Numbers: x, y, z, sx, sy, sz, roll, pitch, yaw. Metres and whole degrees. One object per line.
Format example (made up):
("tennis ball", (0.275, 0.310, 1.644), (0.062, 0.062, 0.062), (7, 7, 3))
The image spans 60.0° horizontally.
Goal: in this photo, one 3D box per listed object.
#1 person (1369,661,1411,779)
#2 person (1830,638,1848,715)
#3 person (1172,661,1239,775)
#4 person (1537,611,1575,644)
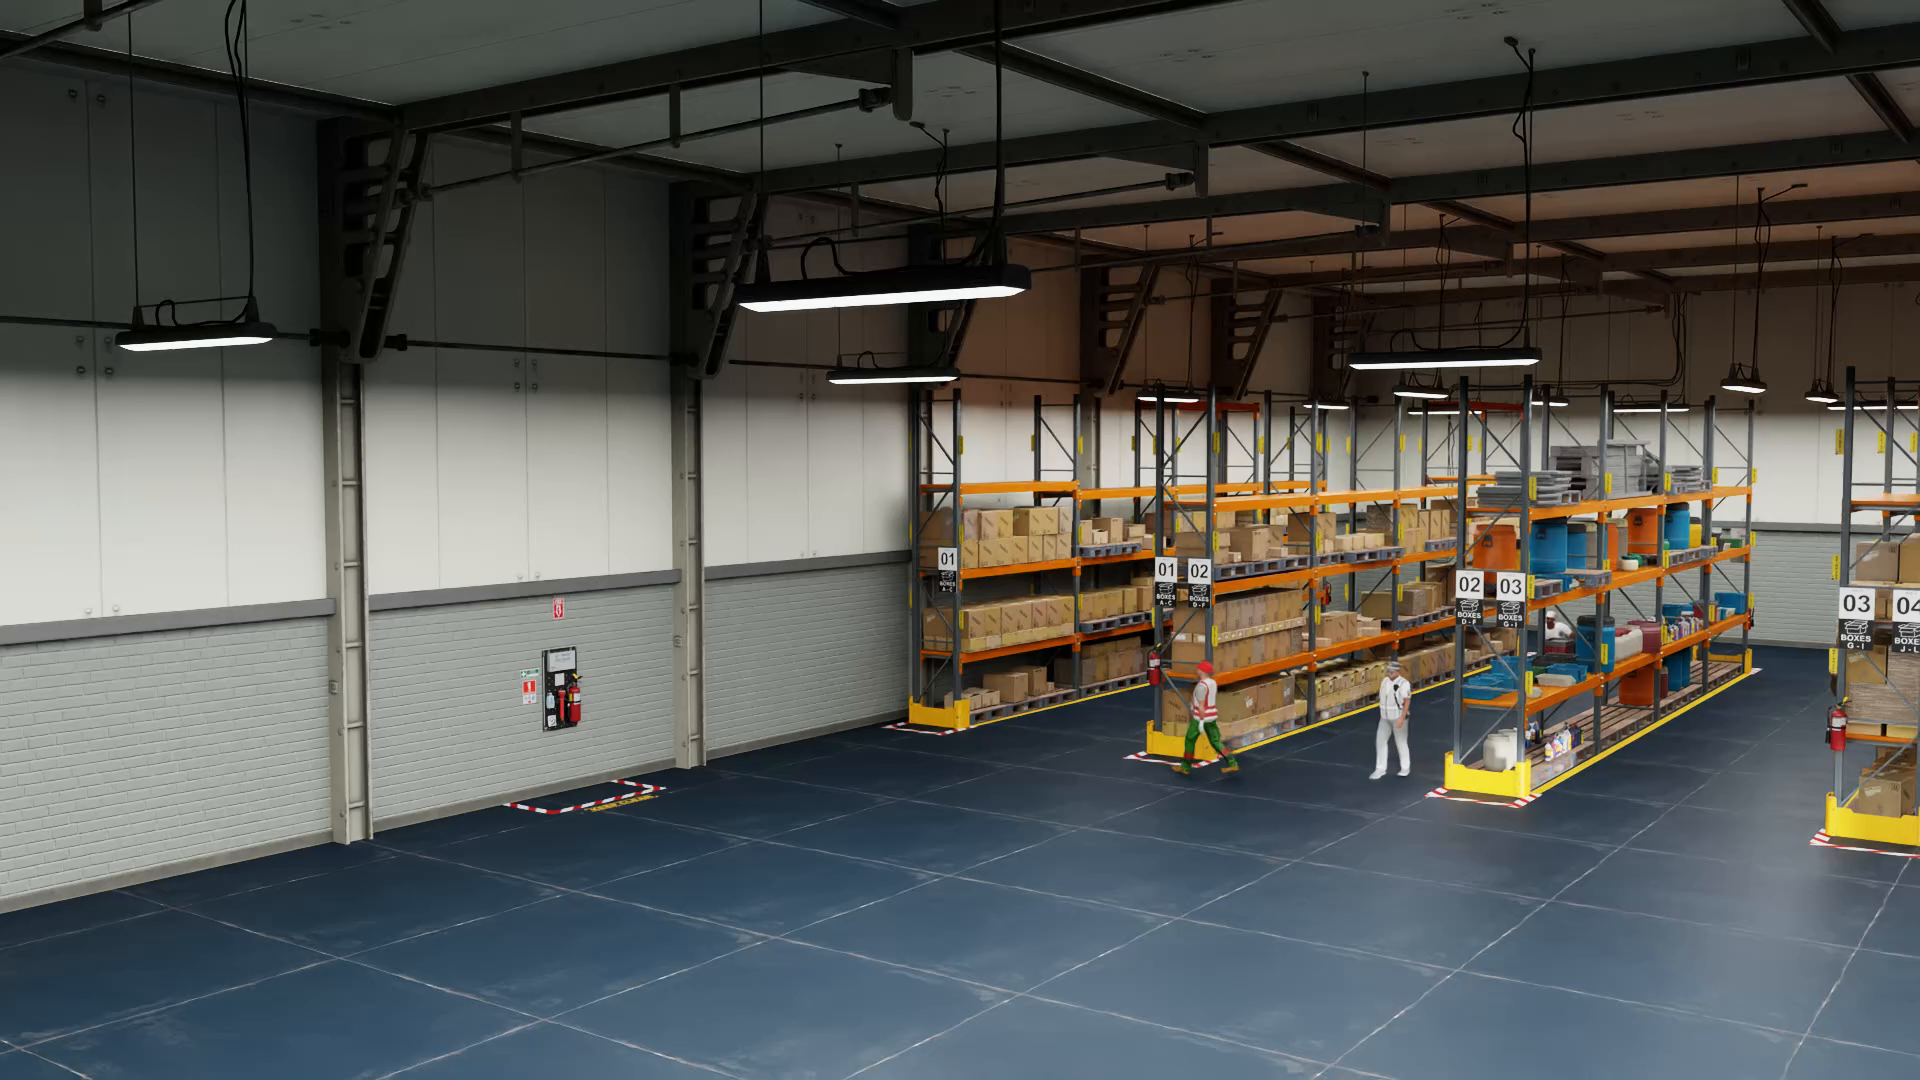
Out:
("person", (6.519, 2.708, 25.082), (0.673, 1.761, 0.578), (-3, 4, -38))
("person", (16.411, 2.364, 30.654), (0.638, 1.779, 0.536), (0, 3, -3))
("person", (3.705, 2.697, 25.087), (1.075, 1.747, 0.528), (3, 4, 40))
("person", (12.053, 2.252, 33.650), (0.747, 1.666, 0.696), (3, 5, 44))
